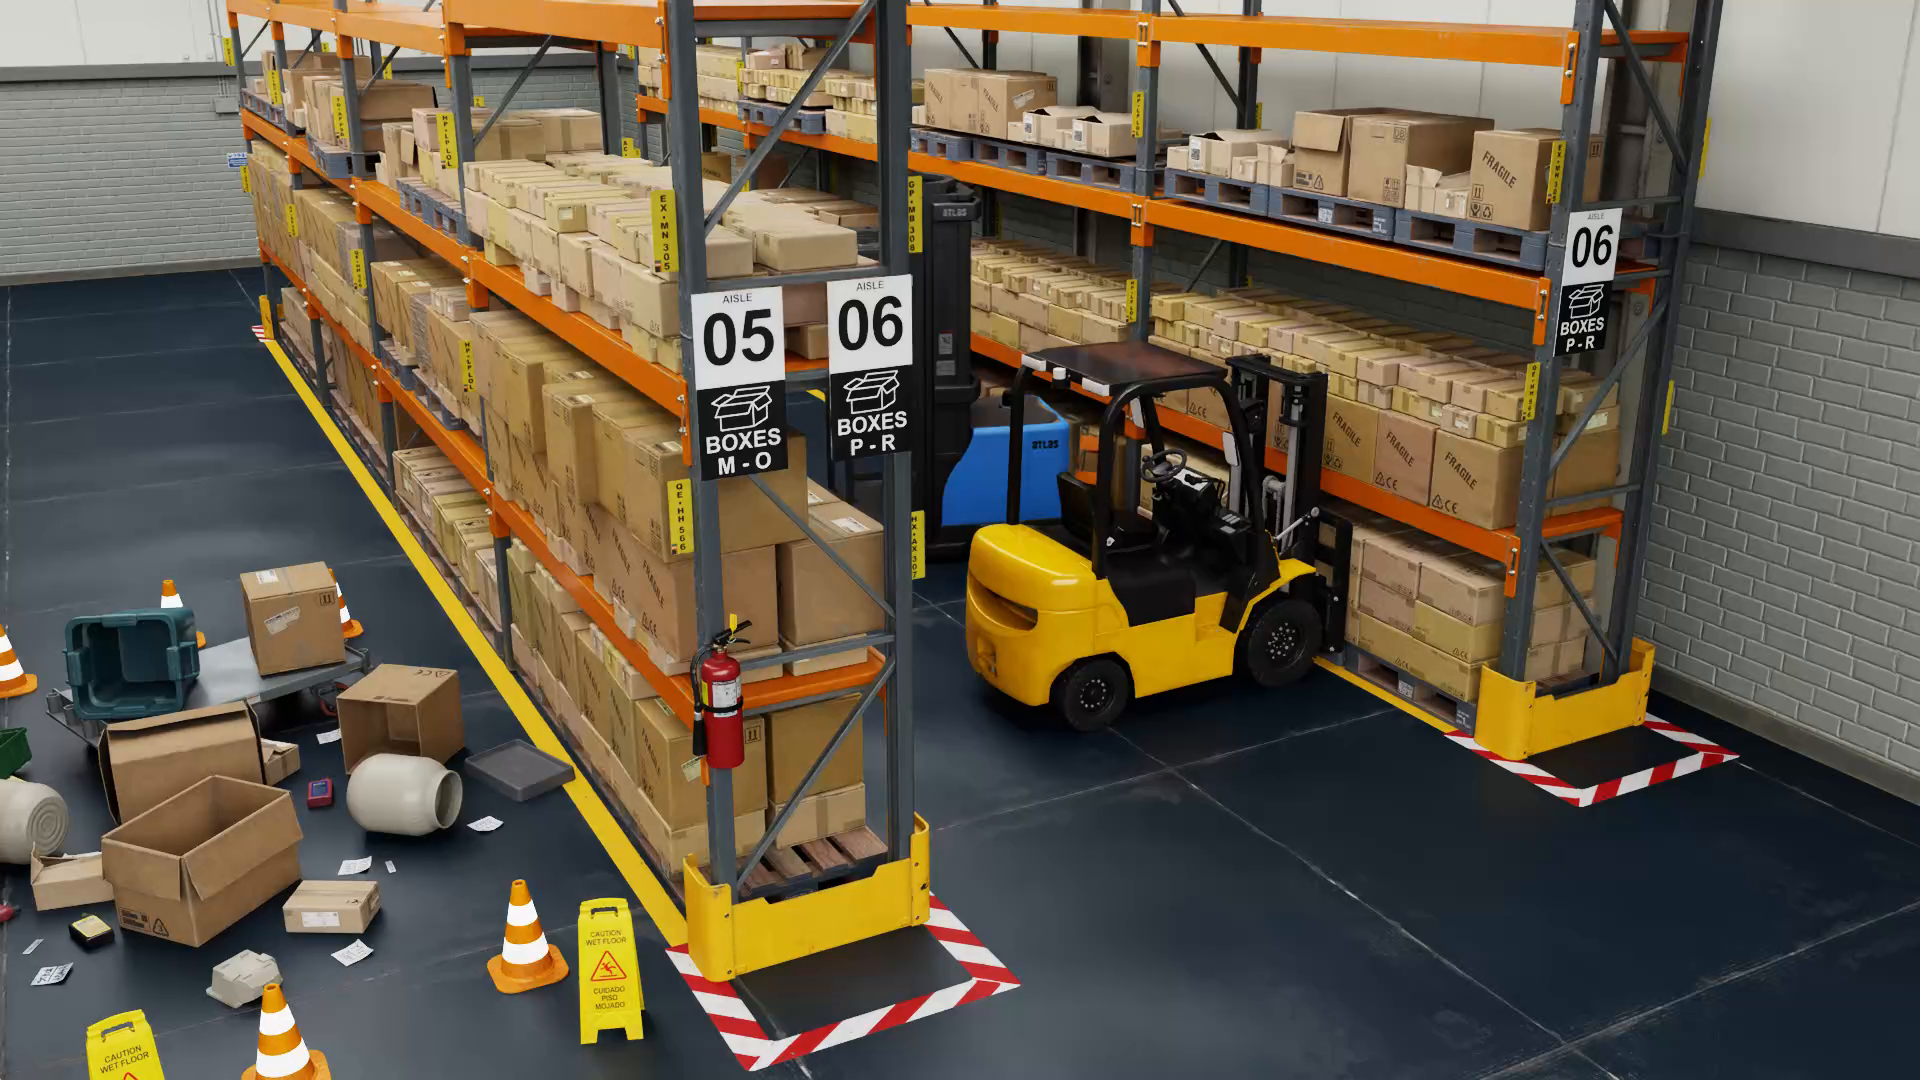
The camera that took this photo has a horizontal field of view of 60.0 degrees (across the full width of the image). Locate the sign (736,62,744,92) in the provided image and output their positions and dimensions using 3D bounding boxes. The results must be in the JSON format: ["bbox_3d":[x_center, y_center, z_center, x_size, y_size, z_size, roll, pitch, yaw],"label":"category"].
[{"bbox_3d":[-2.491,-5.272,18.920,0.100,0.325,0.005,-10,21,-27],"label":"sign"}]

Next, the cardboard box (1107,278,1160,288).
[{"bbox_3d":[1.465,-2.114,14.013,0.380,0.149,0.250,-10,22,-27],"label":"cardboard box"}]

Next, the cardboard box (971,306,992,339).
[{"bbox_3d":[0.363,-2.019,15.115,0.500,0.250,0.500,-11,22,-28],"label":"cardboard box"}]

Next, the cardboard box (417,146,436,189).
[{"bbox_3d":[-3.467,-2.613,11.592,0.500,0.250,0.500,-10,21,-26],"label":"cardboard box"}]

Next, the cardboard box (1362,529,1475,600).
[{"bbox_3d":[2.940,0.148,10.642,0.500,0.250,0.500,-10,21,-26],"label":"cardboard box"}]

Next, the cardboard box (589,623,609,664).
[{"bbox_3d":[-1.769,0.526,8.936,0.380,0.149,0.250,-9,21,-24],"label":"cardboard box"}]

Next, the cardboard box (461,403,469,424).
[{"bbox_3d":[-3.182,-0.893,11.361,0.380,0.149,0.250,-11,22,-28],"label":"cardboard box"}]

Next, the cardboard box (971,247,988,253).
[{"bbox_3d":[0.046,-2.618,15.472,0.380,0.149,0.250,-9,21,-25],"label":"cardboard box"}]

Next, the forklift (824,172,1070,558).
[{"bbox_3d":[-0.697,-1.332,12.998,3.031,2.935,1.130,-4,19,-12],"label":"forklift"}]

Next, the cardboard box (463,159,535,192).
[{"bbox_3d":[-2.723,-2.165,9.870,0.380,0.149,0.250,-10,22,-28],"label":"cardboard box"}]

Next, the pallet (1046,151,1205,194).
[{"bbox_3d":[1.351,-2.978,13.358,0.805,0.209,1.217,-11,22,-29],"label":"pallet"}]

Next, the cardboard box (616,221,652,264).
[{"bbox_3d":[-1.332,-1.359,7.535,0.380,0.149,0.250,-10,22,-27],"label":"cardboard box"}]

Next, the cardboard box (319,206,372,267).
[{"bbox_3d":[-5.675,-2.841,15.581,0.500,0.500,0.500,-10,22,-28],"label":"cardboard box"}]

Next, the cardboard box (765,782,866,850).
[{"bbox_3d":[-0.826,1.346,8.704,0.500,0.250,0.500,-10,21,-27],"label":"cardboard box"}]

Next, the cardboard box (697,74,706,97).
[{"bbox_3d":[-2.956,-5.580,20.378,0.500,0.250,0.500,-9,21,-26],"label":"cardboard box"}]

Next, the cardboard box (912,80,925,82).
[{"bbox_3d":[-0.432,-4.590,16.898,0.380,0.149,0.250,-9,21,-25],"label":"cardboard box"}]

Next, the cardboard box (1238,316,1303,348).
[{"bbox_3d":[2.183,-1.463,11.670,0.380,0.149,0.250,-10,22,-28],"label":"cardboard box"}]

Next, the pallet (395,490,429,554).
[{"bbox_3d":[-4.115,-0.235,13.989,1.003,0.211,1.213,-10,21,-27],"label":"pallet"}]

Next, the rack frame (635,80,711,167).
[{"bbox_3d":[-3.917,-4.844,23.071,1.000,3.000,0.127,-10,21,-27],"label":"rack frame"}]

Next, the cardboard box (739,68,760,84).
[{"bbox_3d":[-2.262,-5.228,18.716,0.380,0.149,0.250,-9,21,-25],"label":"cardboard box"}]

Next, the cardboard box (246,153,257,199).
[{"bbox_3d":[-8.306,-4.412,20.133,0.500,0.500,0.500,-11,22,-28],"label":"cardboard box"}]

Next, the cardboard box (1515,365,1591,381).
[{"bbox_3d":[3.638,-0.961,10.214,0.380,0.149,0.250,-9,21,-25],"label":"cardboard box"}]

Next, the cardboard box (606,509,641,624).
[{"bbox_3d":[-1.420,0.073,8.211,0.500,0.500,0.500,-10,21,-27],"label":"cardboard box"}]

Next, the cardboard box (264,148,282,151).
[{"bbox_3d":[-7.837,-4.459,19.276,0.380,0.149,0.250,-10,21,-26],"label":"cardboard box"}]

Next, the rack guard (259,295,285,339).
[{"bbox_3d":[-8.295,-2.899,21.268,1.175,0.500,0.348,-10,21,-27],"label":"rack guard"}]

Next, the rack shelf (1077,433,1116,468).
[{"bbox_3d":[1.090,-0.700,13.256,0.240,0.259,0.215,7,-2,19],"label":"rack shelf"}]

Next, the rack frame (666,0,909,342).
[{"bbox_3d":[-0.686,-2.317,6.550,1.000,3.000,0.127,-10,21,-27],"label":"rack frame"}]

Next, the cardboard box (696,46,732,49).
[{"bbox_3d":[-3.214,-6.334,21.799,0.500,0.250,0.500,-11,22,-28],"label":"cardboard box"}]

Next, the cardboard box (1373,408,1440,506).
[{"bbox_3d":[2.978,-0.549,10.471,0.500,0.500,0.500,-9,21,-25],"label":"cardboard box"}]

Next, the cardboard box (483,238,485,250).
[{"bbox_3d":[-2.654,-1.800,10.035,0.380,0.149,0.250,-10,22,-27],"label":"cardboard box"}]

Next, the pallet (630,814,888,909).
[{"bbox_3d":[-1.077,1.577,8.739,1.003,0.211,1.213,-10,21,-27],"label":"pallet"}]

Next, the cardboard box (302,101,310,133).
[{"bbox_3d":[-5.825,-3.900,15.299,0.396,0.266,0.258,-8,21,-22],"label":"cardboard box"}]

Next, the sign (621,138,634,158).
[{"bbox_3d":[-2.111,-2.378,10.533,0.100,0.325,0.005,-10,21,-27],"label":"sign"}]

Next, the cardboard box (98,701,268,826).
[{"bbox_3d":[-4.199,1.256,9.013,0.797,0.637,0.503,-10,21,-27],"label":"cardboard box"}]

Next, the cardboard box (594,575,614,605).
[{"bbox_3d":[-1.721,0.207,8.818,0.380,0.149,0.250,-10,22,-27],"label":"cardboard box"}]

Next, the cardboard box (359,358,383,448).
[{"bbox_3d":[-5.159,-1.440,15.818,0.875,0.875,0.875,-10,21,-26],"label":"cardboard box"}]

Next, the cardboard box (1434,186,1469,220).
[{"bbox_3d":[3.020,-1.987,9.780,0.380,0.149,0.250,-11,22,-28],"label":"cardboard box"}]

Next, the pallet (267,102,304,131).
[{"bbox_3d":[-6.763,-4.538,17.723,1.003,0.211,1.213,-10,21,-27],"label":"pallet"}]

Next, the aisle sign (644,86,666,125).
[{"bbox_3d":[-4.208,-6.047,22.572,0.394,0.787,0.004,-10,21,-27],"label":"aisle sign"}]

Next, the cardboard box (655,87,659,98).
[{"bbox_3d":[-3.823,-5.945,22.047,0.380,0.149,0.250,-10,21,-26],"label":"cardboard box"}]

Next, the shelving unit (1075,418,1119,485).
[{"bbox_3d":[1.053,-0.429,13.247,0.252,1.050,0.215,7,-2,19],"label":"shelving unit"}]

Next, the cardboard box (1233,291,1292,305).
[{"bbox_3d":[2.281,-1.770,12.560,0.380,0.149,0.250,-11,22,-28],"label":"cardboard box"}]

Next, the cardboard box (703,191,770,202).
[{"bbox_3d":[-1.181,-1.670,8.436,0.380,0.149,0.250,-9,21,-25],"label":"cardboard box"}]

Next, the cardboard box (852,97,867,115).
[{"bbox_3d":[-0.863,-4.369,16.714,0.380,0.149,0.250,-10,21,-27],"label":"cardboard box"}]

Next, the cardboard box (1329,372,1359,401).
[{"bbox_3d":[2.639,-1.025,10.857,0.380,0.149,0.250,-10,21,-26],"label":"cardboard box"}]

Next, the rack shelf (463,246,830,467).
[{"bbox_3d":[-1.636,-1.133,8.821,1.077,0.370,4.000,-10,21,-27],"label":"rack shelf"}]

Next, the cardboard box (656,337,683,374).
[{"bbox_3d":[-1.101,-0.839,7.252,0.380,0.149,0.250,-10,21,-26],"label":"cardboard box"}]

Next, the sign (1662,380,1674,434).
[{"bbox_3d":[4.172,-0.782,9.850,0.100,0.325,0.005,-10,21,-27],"label":"sign"}]

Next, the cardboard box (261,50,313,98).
[{"bbox_3d":[-7.458,-5.183,18.505,0.500,0.500,0.500,-10,21,-26],"label":"cardboard box"}]

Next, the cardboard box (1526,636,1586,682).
[{"bbox_3d":[3.620,0.679,10.637,0.500,0.250,0.500,-10,21,-26],"label":"cardboard box"}]

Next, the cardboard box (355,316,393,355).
[{"bbox_3d":[-4.953,-1.812,14.513,0.500,0.250,0.500,-11,22,-29],"label":"cardboard box"}]

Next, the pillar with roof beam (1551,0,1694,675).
[{"bbox_3d":[0.355,-2.760,7.833,9.100,9.000,0.400,-10,21,-27],"label":"pillar with roof beam"}]

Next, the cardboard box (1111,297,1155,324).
[{"bbox_3d":[1.424,-1.817,13.150,0.380,0.149,0.250,-9,21,-25],"label":"cardboard box"}]

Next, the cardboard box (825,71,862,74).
[{"bbox_3d":[-1.287,-5.017,18.106,0.380,0.149,0.250,-11,22,-28],"label":"cardboard box"}]
